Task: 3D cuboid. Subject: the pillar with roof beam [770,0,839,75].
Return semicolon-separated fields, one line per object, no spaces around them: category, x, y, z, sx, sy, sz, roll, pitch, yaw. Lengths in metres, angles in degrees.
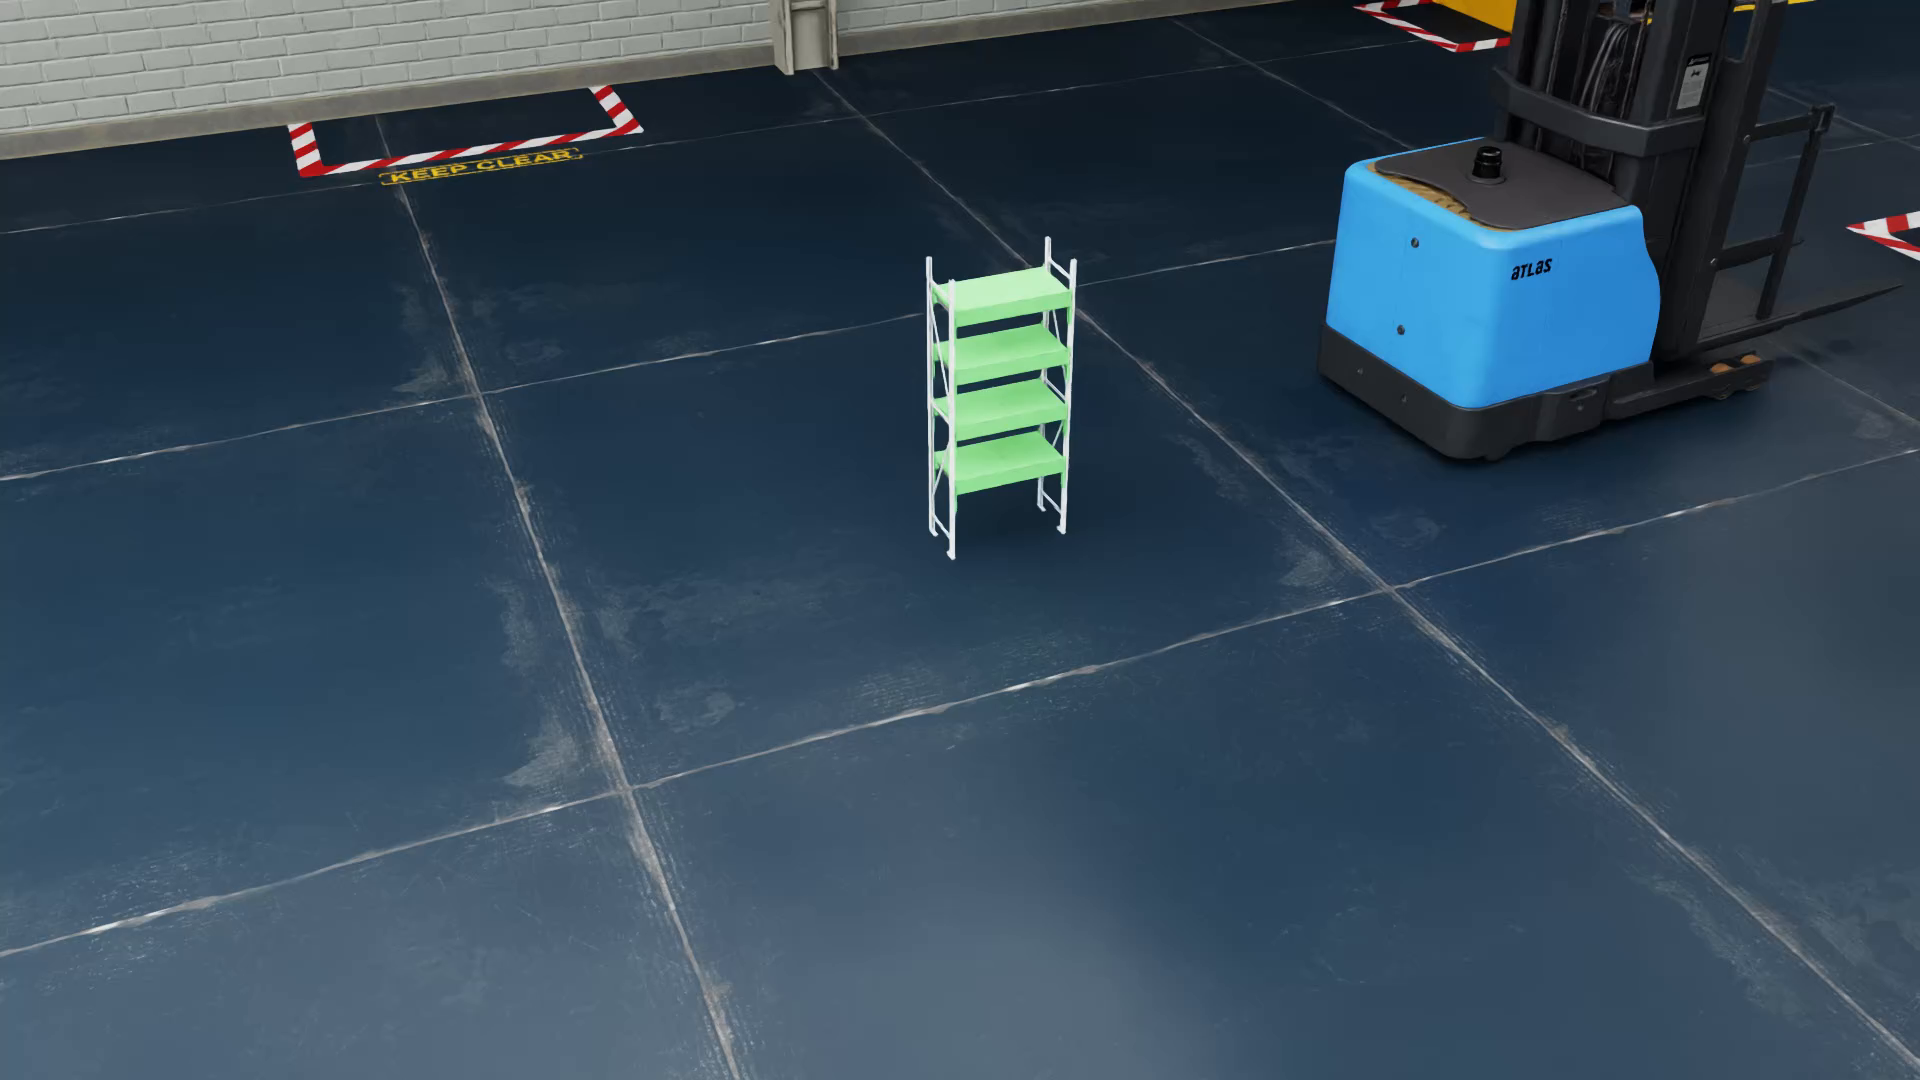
pillar with roof beam;0.556;-5.032;6.232;0.400;9.000;9.100;-13;35;-19

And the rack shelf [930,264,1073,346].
rack shelf;0.153;-0.887;6.250;0.480;0.148;0.258;-13;35;-19

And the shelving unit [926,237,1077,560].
shelving unit;0.153;-0.538;6.476;0.503;1.200;0.258;-13;35;-19

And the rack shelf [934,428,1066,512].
rack shelf;0.153;-0.283;6.642;0.480;0.148;0.258;-13;35;-19

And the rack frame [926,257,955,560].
rack frame;-0.072;-0.486;6.397;0.015;1.200;0.240;-13;35;-19

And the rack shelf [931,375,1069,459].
rack shelf;0.153;-0.484;6.511;0.480;0.148;0.258;-13;35;-19

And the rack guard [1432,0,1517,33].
rack guard;4.182;-4.334;12.953;0.348;0.500;1.175;-13;35;-19

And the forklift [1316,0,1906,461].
forklift;3.238;-2.124;7.327;3.031;2.935;1.130;-15;36;-22

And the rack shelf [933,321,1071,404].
rack shelf;0.153;-0.685;6.380;0.480;0.148;0.258;-13;35;-19

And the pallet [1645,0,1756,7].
pallet;6.067;-4.622;13.660;1.213;0.211;1.003;-13;35;-19

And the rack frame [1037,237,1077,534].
rack frame;0.378;-0.589;6.556;0.015;1.200;0.240;-13;35;-19

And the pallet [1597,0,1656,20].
pallet;4.944;-4.367;13.268;1.213;0.211;1.003;-13;35;-19
